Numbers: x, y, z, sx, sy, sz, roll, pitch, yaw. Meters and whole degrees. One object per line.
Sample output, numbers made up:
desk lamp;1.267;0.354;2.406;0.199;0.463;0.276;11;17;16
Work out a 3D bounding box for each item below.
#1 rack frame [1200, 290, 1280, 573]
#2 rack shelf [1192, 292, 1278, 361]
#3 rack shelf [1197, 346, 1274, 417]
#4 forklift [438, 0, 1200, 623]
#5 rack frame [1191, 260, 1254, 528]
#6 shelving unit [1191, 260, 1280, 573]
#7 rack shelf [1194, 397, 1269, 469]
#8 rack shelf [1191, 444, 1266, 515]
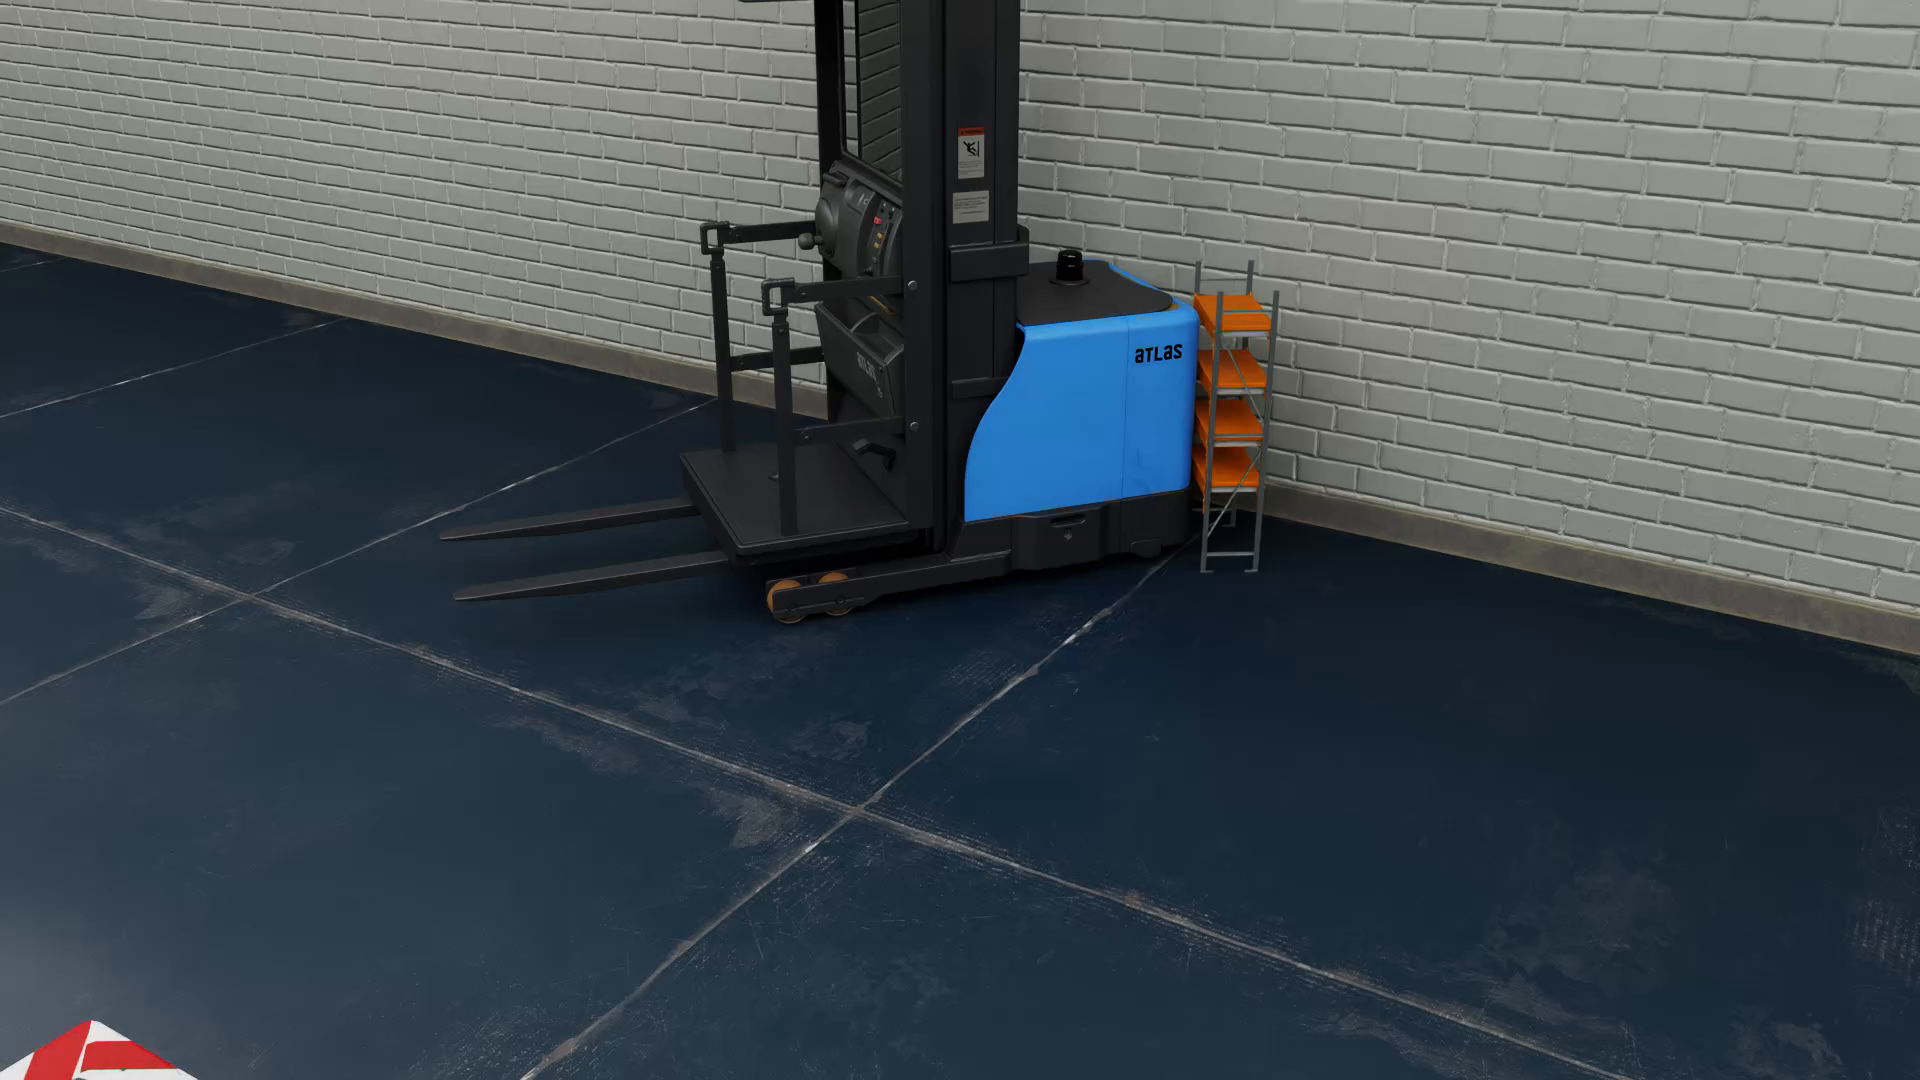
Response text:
rack frame;1.122;-0.417;6.702;0.240;1.200;0.015;-1;23;-2
rack shelf;1.112;-0.874;6.770;0.258;0.148;0.480;-1;23;-2
rack shelf;1.112;-0.657;6.864;0.258;0.148;0.480;-1;23;-2
forklift;-0.584;-1.256;6.463;3.031;2.935;1.130;-9;25;-19
rack frame;1.101;-0.610;7.149;0.240;1.200;0.015;-1;23;-2
shelving unit;1.112;-0.513;6.926;0.258;1.200;0.503;-1;23;-2
rack shelf;1.112;-0.452;6.952;0.258;0.148;0.480;-1;23;-2
rack shelf;1.112;-0.269;7.031;0.258;0.148;0.480;-1;23;-2
